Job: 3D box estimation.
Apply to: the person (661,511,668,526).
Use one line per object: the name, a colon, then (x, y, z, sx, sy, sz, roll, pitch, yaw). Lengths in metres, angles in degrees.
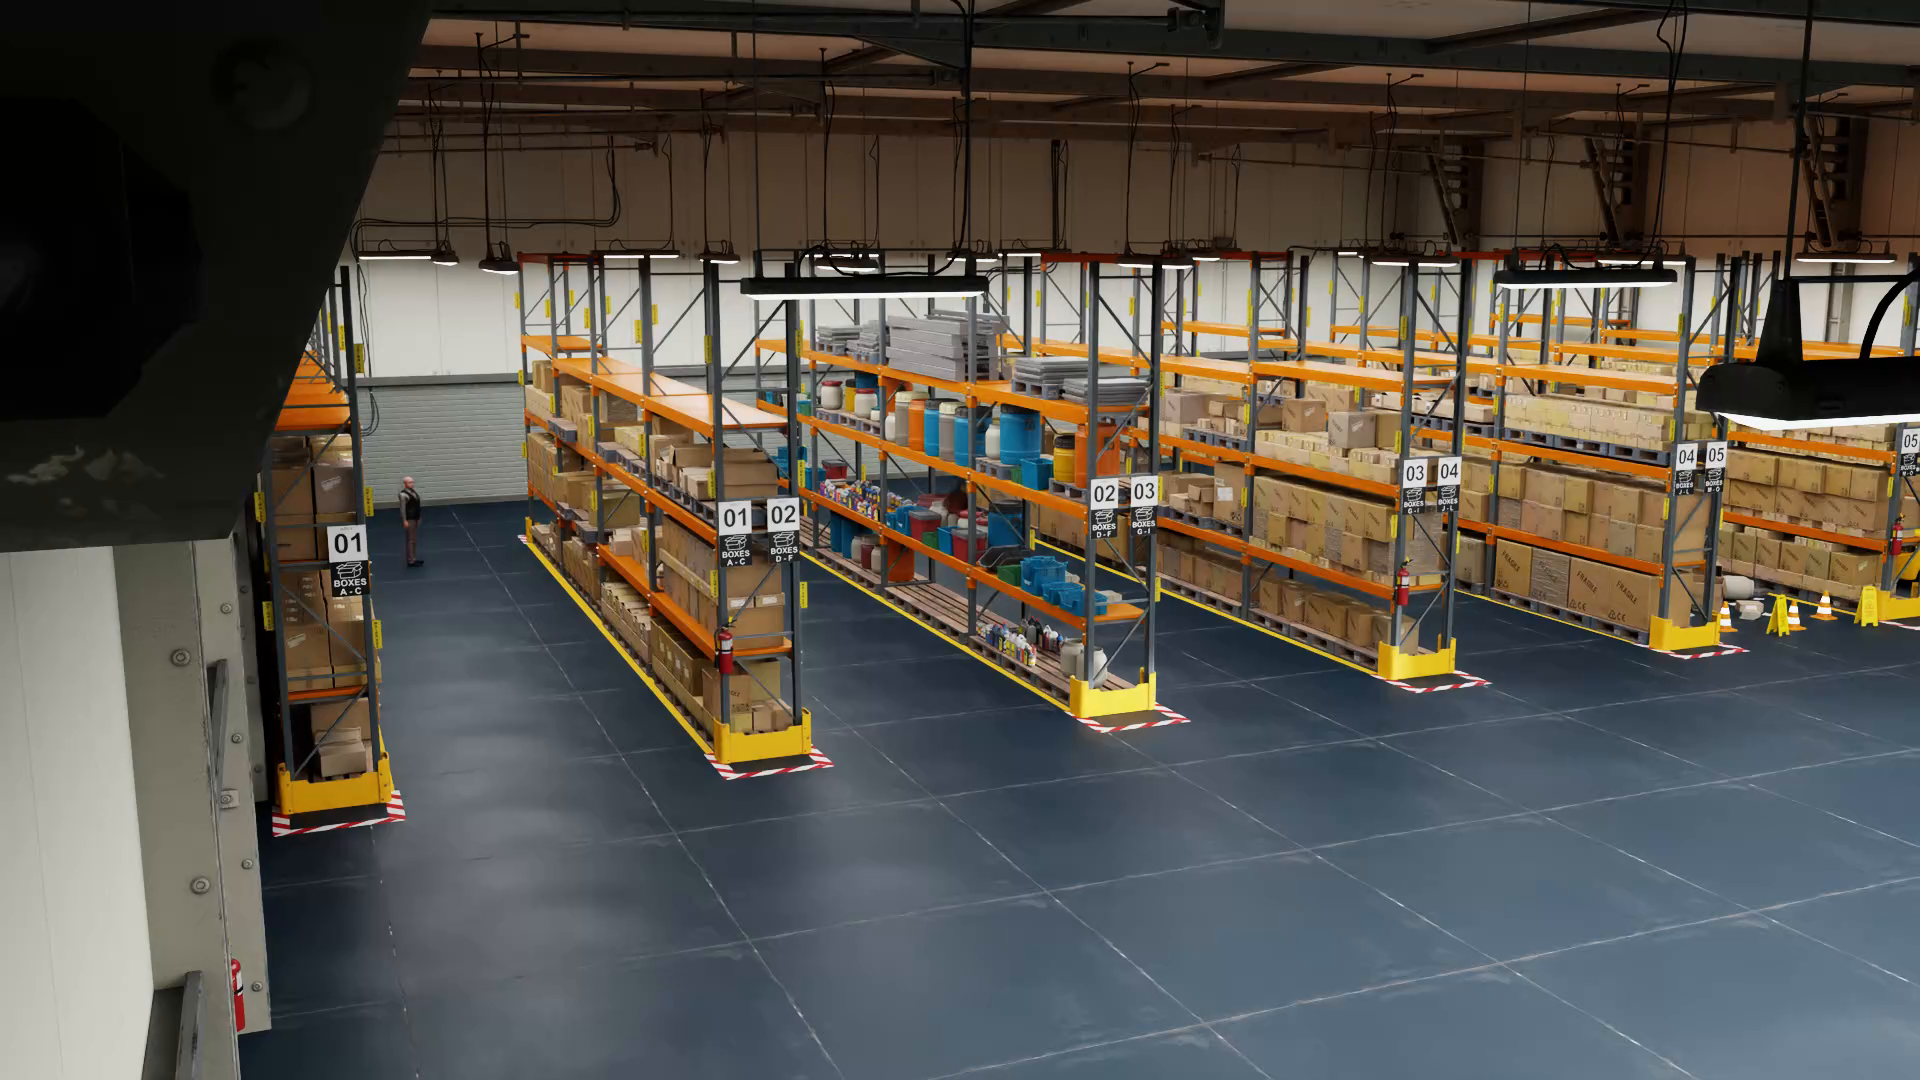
person: (-5.226, -0.128, 30.999, 0.679, 1.708, 1.072, -5, 11, -25)

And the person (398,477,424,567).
person: (-10.674, -0.365, 32.338, 0.394, 1.748, 0.602, -2, 11, -10)
